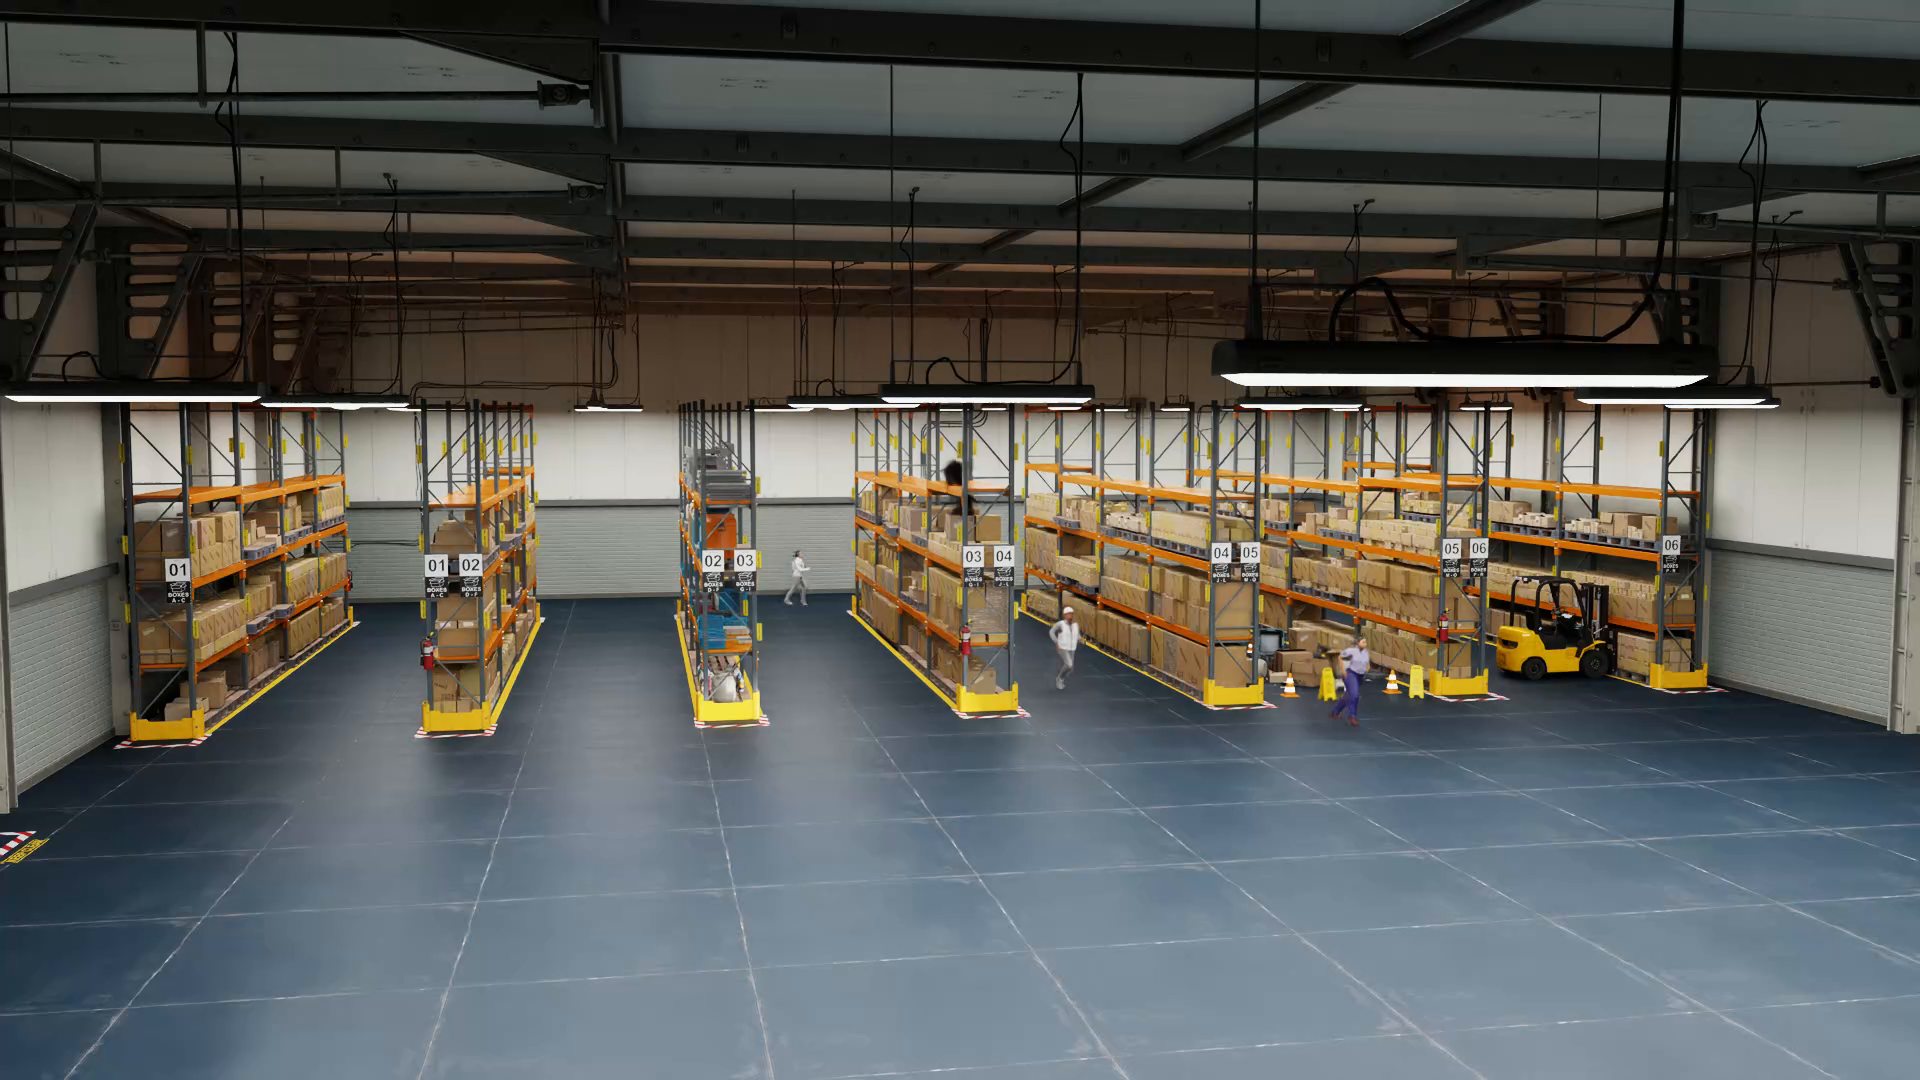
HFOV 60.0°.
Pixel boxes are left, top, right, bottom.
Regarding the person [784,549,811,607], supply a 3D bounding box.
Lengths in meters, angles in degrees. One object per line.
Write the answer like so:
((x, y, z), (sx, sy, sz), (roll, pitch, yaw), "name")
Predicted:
((-4.843, 1.139, 49.605), (0.830, 1.746, 0.596), (0, 4, 5), "person")

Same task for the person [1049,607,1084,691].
((2.240, 2.249, 34.479), (0.639, 1.734, 0.751), (-3, 5, -33), "person")

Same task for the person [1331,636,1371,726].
((7.252, 2.661, 30.765), (0.715, 1.406, 0.833), (-3, 5, -37), "person")
